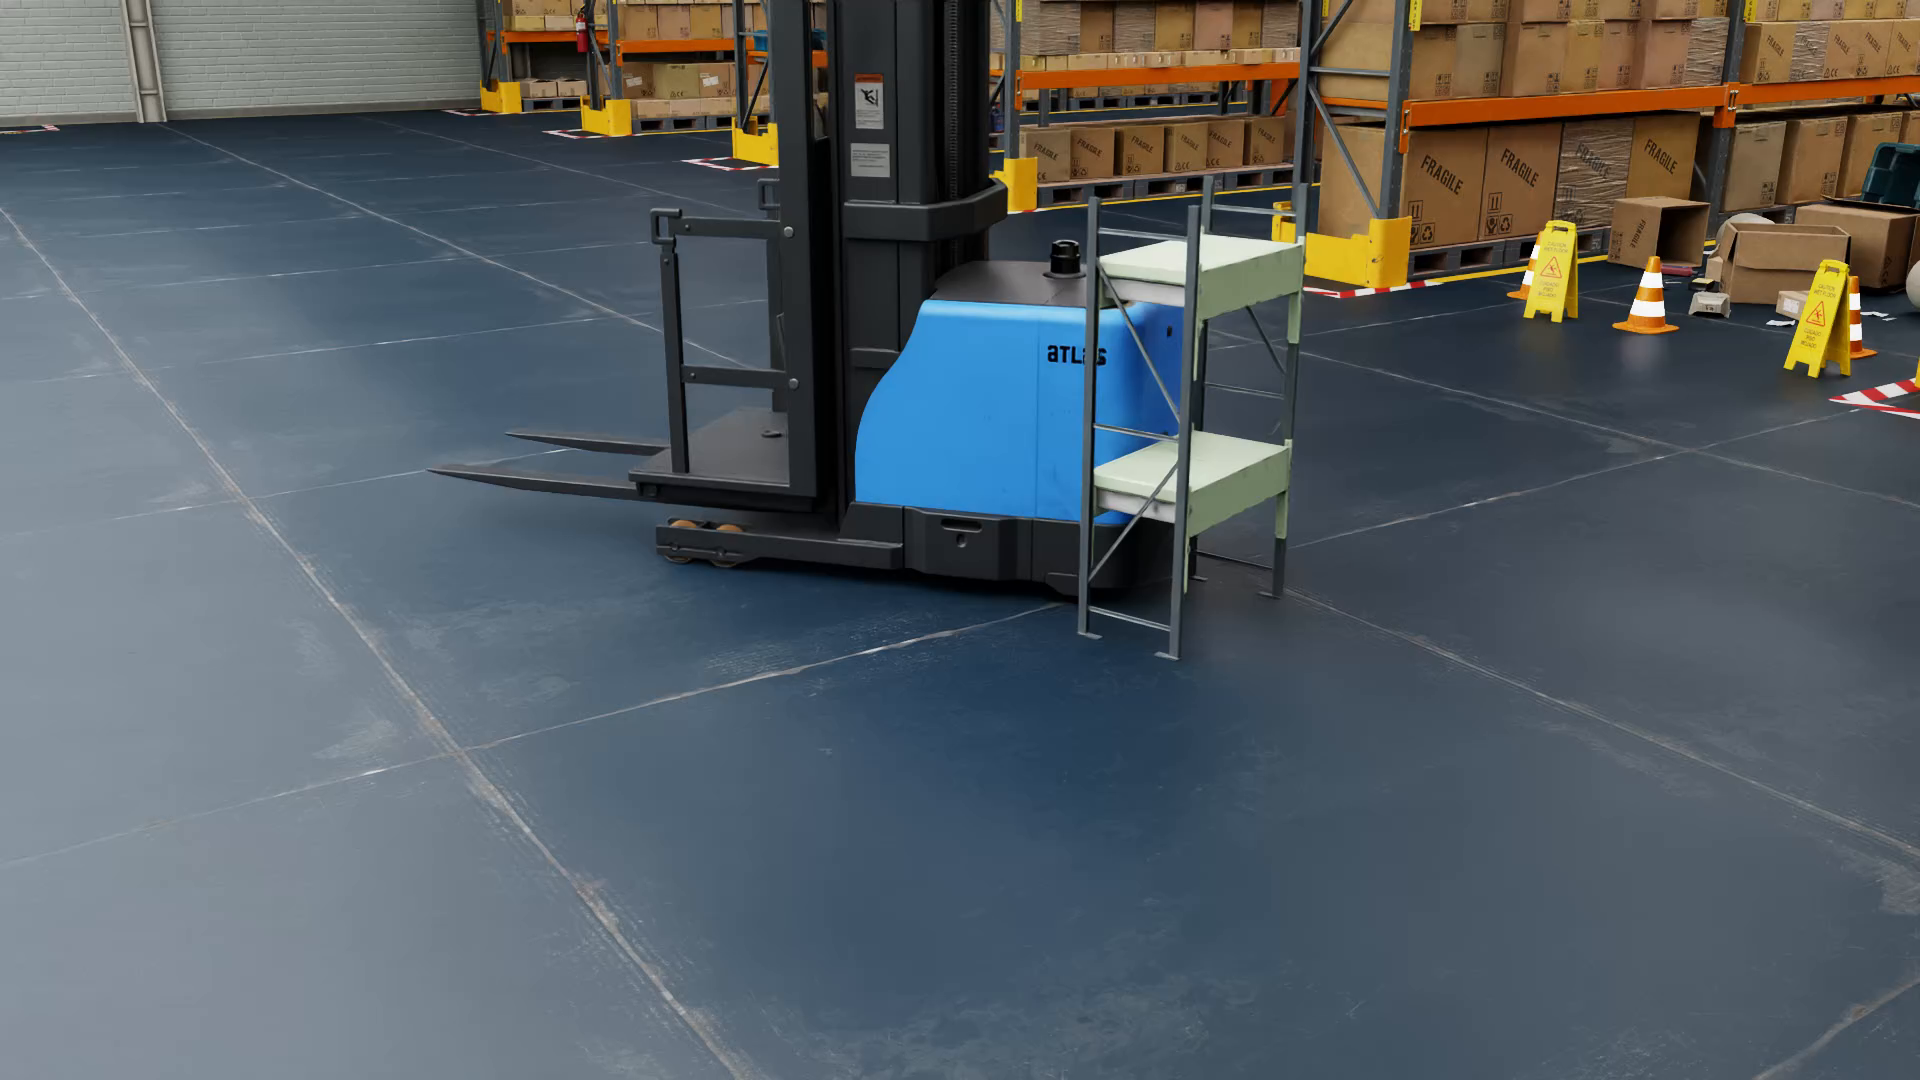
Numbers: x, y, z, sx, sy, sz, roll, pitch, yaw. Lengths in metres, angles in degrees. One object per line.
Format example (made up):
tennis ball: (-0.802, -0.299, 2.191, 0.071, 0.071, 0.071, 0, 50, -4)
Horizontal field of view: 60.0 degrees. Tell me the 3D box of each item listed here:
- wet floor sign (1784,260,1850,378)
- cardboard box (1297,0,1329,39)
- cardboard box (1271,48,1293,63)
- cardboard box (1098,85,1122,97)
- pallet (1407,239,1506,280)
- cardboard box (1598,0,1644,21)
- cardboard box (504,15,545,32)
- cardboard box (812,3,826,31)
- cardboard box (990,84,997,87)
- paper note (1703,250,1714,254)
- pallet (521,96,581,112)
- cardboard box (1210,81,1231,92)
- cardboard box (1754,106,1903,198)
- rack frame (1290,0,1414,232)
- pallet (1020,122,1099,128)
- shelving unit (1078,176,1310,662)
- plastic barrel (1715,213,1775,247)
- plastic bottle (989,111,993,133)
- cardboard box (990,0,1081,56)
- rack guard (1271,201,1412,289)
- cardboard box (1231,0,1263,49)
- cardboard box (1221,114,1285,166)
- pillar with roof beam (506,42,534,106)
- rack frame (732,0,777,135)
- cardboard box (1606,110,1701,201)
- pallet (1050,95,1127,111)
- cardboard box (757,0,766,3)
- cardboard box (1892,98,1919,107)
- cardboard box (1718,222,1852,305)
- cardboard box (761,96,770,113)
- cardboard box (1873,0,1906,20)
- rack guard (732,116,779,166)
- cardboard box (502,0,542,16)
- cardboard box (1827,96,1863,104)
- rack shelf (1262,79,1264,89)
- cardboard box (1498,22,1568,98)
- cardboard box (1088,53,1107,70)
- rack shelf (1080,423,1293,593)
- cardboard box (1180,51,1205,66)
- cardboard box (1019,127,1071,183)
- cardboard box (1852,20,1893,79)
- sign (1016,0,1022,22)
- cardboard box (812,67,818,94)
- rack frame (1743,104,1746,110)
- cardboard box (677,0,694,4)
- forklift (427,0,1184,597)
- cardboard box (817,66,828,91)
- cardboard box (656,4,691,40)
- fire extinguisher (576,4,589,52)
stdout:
wet floor sign: (4.958, -1.278, 9.518, 0.232, 0.644, 0.267, -4, 19, -13)
cardboard box: (4.336, -6.082, 18.458, 1.000, 1.000, 1.000, -12, 22, -31)
cardboard box: (3.363, -5.219, 17.891, 0.250, 0.149, 0.380, -12, 22, -31)
cardboard box: (2.462, -7.973, 28.860, 0.500, 0.500, 0.500, -13, 23, -33)
pallet: (3.523, -2.288, 13.182, 1.213, 0.211, 1.003, -12, 22, -31)
cardboard box: (4.990, -4.492, 13.428, 0.550, 0.550, 0.875, -12, 22, -31)
cardboard box: (-7.336, -8.706, 28.015, 0.500, 0.250, 0.500, -13, 22, -33)
cardboard box: (-2.217, -8.114, 25.905, 0.500, 0.500, 0.700, -13, 22, -33)
cardboard box: (0.335, -7.673, 27.520, 0.500, 0.311, 0.500, -12, 22, -32)
paper note: (6.175, -2.385, 13.750, 0.147, 0.020, 0.142, 5, 19, 16)
pallet: (-7.157, -7.592, 28.872, 1.213, 0.211, 1.003, -12, 22, -31)
cardboard box: (4.577, -8.416, 30.172, 0.500, 0.500, 0.500, -12, 22, -32)
cardboard box: (8.293, -3.751, 16.014, 0.750, 0.750, 1.050, -12, 22, -31)
rack frame: (2.898, -3.447, 12.257, 0.127, 3.000, 1.000, -12, 22, -31)
pallet: (1.506, -5.648, 23.123, 1.213, 0.211, 1.003, -12, 22, -31)
shelving unit: (0.798, -0.439, 5.701, 0.431, 1.500, 0.755, 14, 23, 35)
plastic barrel: (6.135, -2.321, 12.949, 0.421, 0.421, 0.512, 2, 19, 6)
plastic bottle: (0.332, -5.550, 21.927, 0.185, 0.351, 0.144, -13, 23, -34)
cardboard box: (0.729, -5.069, 16.435, 0.500, 0.500, 0.875, -12, 22, -31)
rack guard: (2.878, -2.259, 12.645, 0.348, 0.500, 1.175, -12, 22, -31)
cardboard box: (2.748, -5.543, 17.836, 0.500, 0.500, 0.875, -12, 22, -31)
cardboard box: (3.239, -4.451, 18.474, 0.500, 0.500, 0.500, -13, 22, -33)
pillar with roof beam: (-5.442, -10.811, 24.673, 0.400, 9.000, 9.100, -12, 22, -31)
rack frame: (-2.469, -6.116, 20.153, 0.127, 3.000, 1.000, -12, 22, -31)
cardboard box: (5.675, -3.252, 14.342, 0.875, 0.875, 0.875, -12, 22, -31)
pallet: (2.135, -7.651, 29.047, 1.213, 0.211, 1.003, -12, 22, -31)
cardboard box: (-3.020, -8.173, 25.066, 0.250, 0.149, 0.380, -11, 22, -30)
cardboard box: (10.006, -4.417, 17.202, 0.500, 0.250, 0.500, -13, 22, -33)
cardboard box: (5.779, -1.945, 11.711, 0.797, 0.503, 0.637, 5, 19, 16)
cardboard box: (-2.950, -6.725, 25.591, 0.500, 0.250, 0.500, -12, 22, -31)
cardboard box: (8.350, -5.120, 15.489, 0.500, 0.500, 0.700, -12, 22, -32)
rack guard: (-2.432, -4.958, 20.630, 0.348, 0.500, 1.175, -12, 22, -31)
cardboard box: (-7.354, -9.064, 27.903, 0.500, 0.500, 0.500, -12, 22, -31)
cardboard box: (12.367, -6.508, 23.972, 0.875, 0.875, 0.875, -12, 22, -31)
rack shelf: (5.266, -5.507, 19.475, 4.000, 0.370, 1.077, -12, 22, -31)
cardboard box: (4.167, -3.763, 12.958, 0.550, 0.550, 0.875, -12, 22, -31)
cardboard box: (1.257, -4.787, 16.614, 0.250, 0.149, 0.380, -12, 22, -31)
rack shelf: (0.798, -0.130, 5.806, 0.431, 0.370, 0.720, 14, 23, 35)
cardboard box: (2.317, -5.000, 17.244, 0.250, 0.149, 0.380, -12, 22, -31)
cardboard box: (0.785, -3.912, 16.879, 0.500, 0.500, 0.500, -8, 20, -21)
cardboard box: (8.090, -4.485, 15.172, 0.500, 0.500, 0.500, -12, 22, -31)
sign: (0.553, -5.056, 15.666, 0.005, 0.325, 0.100, -12, 22, -31)
cardboard box: (-2.541, -7.173, 25.745, 0.500, 0.500, 0.500, -12, 22, -31)
rack frame: (10.277, -6.905, 22.486, 0.127, 3.000, 1.000, -12, 22, -31)
cardboard box: (-4.104, -7.943, 24.386, 0.250, 0.149, 0.380, -12, 22, -32)
forklift: (-0.677, -1.435, 6.412, 3.031, 2.935, 1.130, 5, 19, 16)
cardboard box: (-2.409, -7.400, 26.417, 0.500, 0.500, 0.500, -12, 22, -31)
cardboard box: (-4.358, -7.662, 24.568, 0.500, 0.500, 0.700, -11, 22, -30)
fire extinguisher: (-5.545, -7.509, 24.392, 0.183, 0.674, 0.296, -12, 22, -31)
